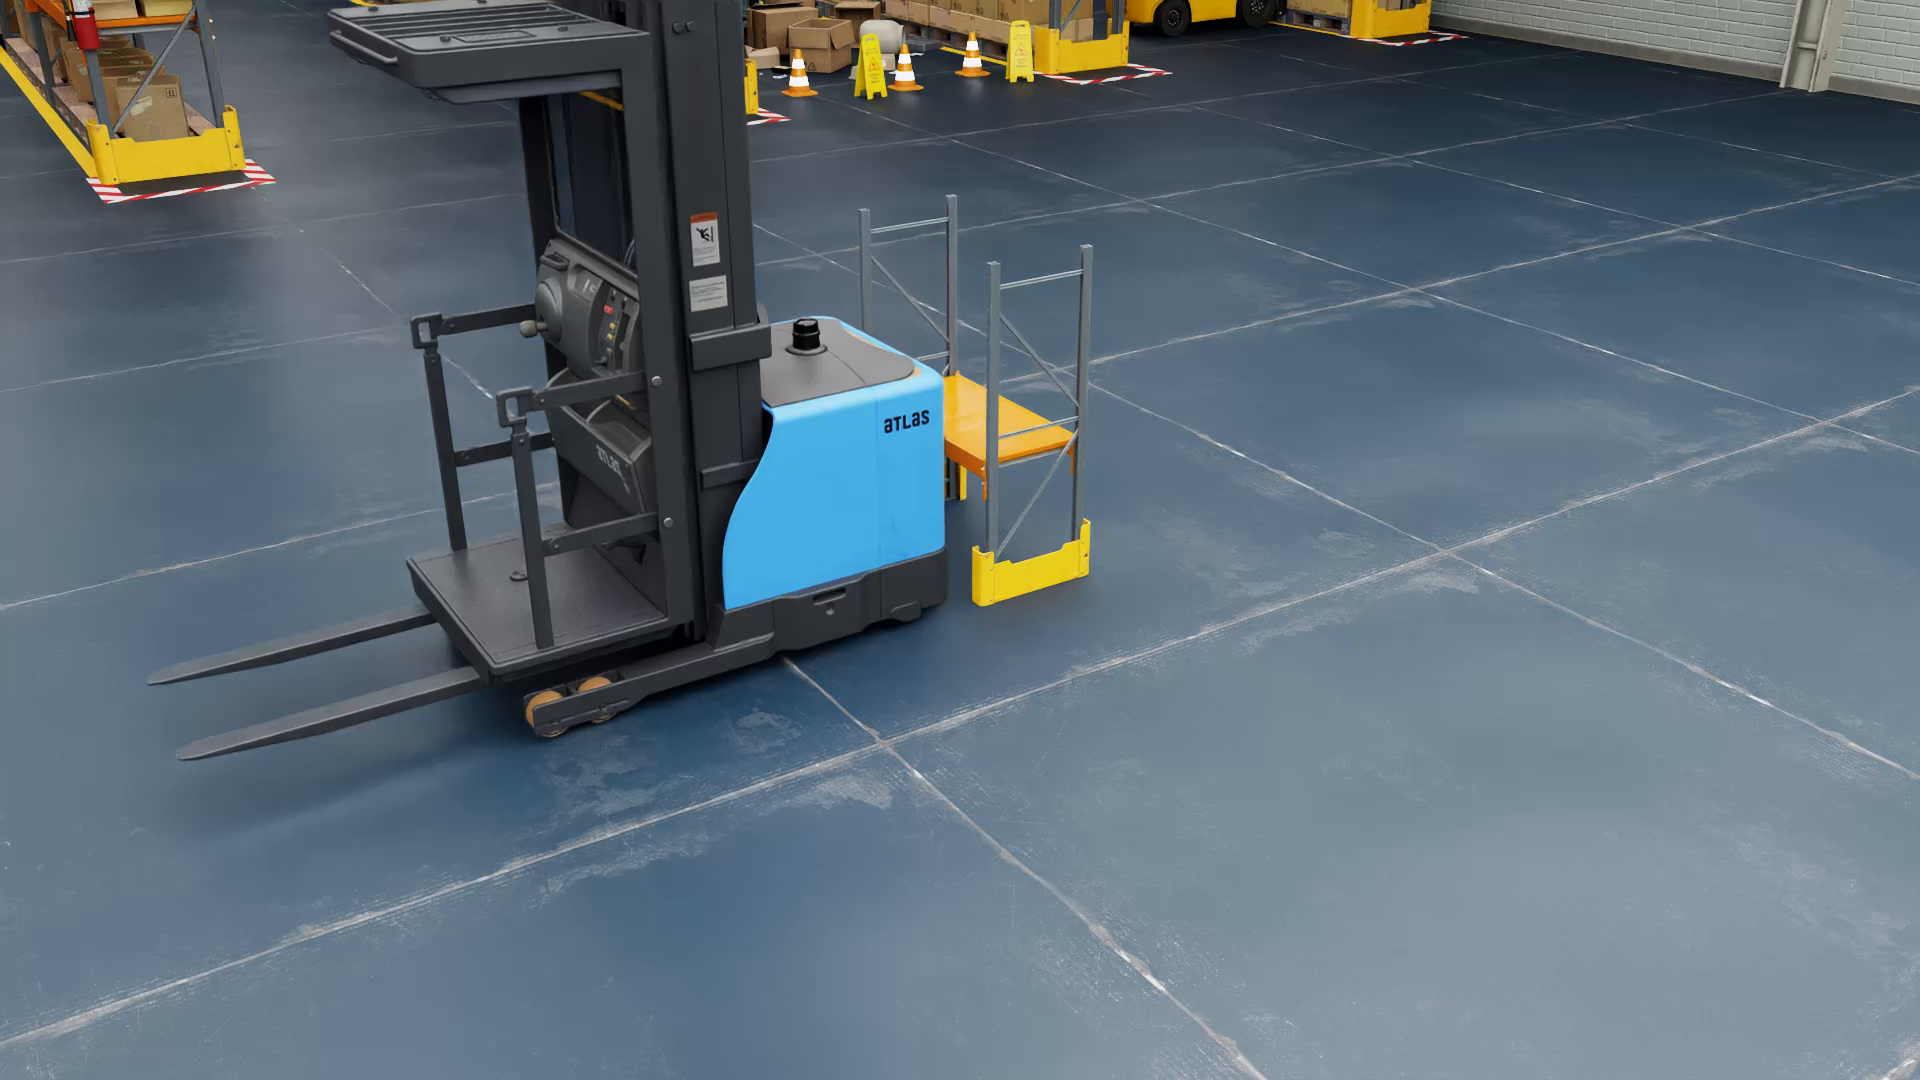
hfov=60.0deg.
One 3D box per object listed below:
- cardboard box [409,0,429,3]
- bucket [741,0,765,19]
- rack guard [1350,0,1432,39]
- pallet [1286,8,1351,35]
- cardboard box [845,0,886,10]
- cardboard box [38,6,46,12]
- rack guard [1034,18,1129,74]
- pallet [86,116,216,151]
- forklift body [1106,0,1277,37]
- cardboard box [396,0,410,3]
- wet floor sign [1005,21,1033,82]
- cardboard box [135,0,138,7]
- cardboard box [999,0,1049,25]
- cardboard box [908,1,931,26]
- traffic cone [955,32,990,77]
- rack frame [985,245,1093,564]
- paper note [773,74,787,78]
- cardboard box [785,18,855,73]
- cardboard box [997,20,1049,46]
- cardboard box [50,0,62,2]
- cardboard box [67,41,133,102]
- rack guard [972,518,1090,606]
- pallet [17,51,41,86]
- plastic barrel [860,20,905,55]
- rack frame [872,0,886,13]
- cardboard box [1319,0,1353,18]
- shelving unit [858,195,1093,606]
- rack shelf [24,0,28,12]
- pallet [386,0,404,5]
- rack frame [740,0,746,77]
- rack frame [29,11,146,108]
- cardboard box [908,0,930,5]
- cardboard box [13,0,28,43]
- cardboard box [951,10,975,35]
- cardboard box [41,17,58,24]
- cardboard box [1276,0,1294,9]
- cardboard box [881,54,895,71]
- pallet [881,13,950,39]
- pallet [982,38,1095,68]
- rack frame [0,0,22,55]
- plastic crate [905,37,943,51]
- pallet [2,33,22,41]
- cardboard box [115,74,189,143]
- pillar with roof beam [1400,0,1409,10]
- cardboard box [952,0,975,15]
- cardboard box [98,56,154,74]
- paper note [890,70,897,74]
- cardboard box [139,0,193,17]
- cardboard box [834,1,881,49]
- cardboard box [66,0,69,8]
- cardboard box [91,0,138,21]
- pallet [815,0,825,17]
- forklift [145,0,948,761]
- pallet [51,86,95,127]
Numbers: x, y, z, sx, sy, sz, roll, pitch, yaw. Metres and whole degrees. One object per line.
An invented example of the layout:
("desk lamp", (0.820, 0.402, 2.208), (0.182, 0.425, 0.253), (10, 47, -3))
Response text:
("cardboard box", (-6.742, -7.455, 22.171), (1.050, 0.750, 0.750), (-16, 30, -30))
("bucket", (-2.809, -6.786, 20.665), (0.726, 0.611, 0.620), (-6, 16, -12))
("rack guard", (5.630, -6.868, 21.714), (1.175, 0.500, 0.348), (-16, 29, -30))
("pallet", (5.165, -7.010, 22.352), (1.003, 0.211, 1.213), (-16, 29, -30))
("cardboard box", (-1.011, -7.469, 22.643), (0.950, 0.372, 0.625), (-15, 29, -29))
("cardboard box", (-10.198, -5.838, 19.016), (0.700, 0.500, 0.500), (-13, 28, -25))
("rack guard", (1.419, -5.746, 19.336), (1.175, 0.500, 0.348), (-16, 29, -30))
("pallet", (-7.298, -3.605, 15.139), (1.003, 0.211, 1.213), (-16, 29, -30))
("forklift body", (3.054, -7.877, 21.916), (2.313, 2.155, 1.214), (-16, 29, -30))
("cardboard box", (-7.577, -7.755, 23.100), (0.500, 0.500, 0.500), (-16, 29, -30))
("wet floor sign", (0.668, -5.467, 18.576), (0.267, 0.644, 0.232), (-6, 26, -12))
("cardboard box", (-7.043, -4.770, 14.636), (0.380, 0.149, 0.250), (-16, 29, -30))
("cardboard box", (0.805, -6.361, 19.561), (0.500, 0.500, 0.500), (-15, 29, -29))
("cardboard box", (-0.326, -6.764, 21.294), (0.500, 0.250, 0.500), (-14, 29, -27))
("traffic cone", (0.145, -5.555, 18.976), (0.336, 0.463, 0.334), (-16, 29, -30))
("rack frame", (0.324, -0.466, 6.980), (0.500, 1.500, 0.032), (-16, 29, -30))
("paper note", (-2.042, -5.258, 18.854), (0.144, 0.017, 0.142), (-6, 26, -12))
("cardboard box", (-1.620, -5.759, 19.359), (0.637, 0.503, 0.797), (7, 26, 15))
("cardboard box", (0.781, -6.031, 19.740), (0.500, 0.250, 0.500), (-16, 29, -30))
("cardboard box", (-8.078, -4.992, 15.105), (0.380, 0.149, 0.250), (-16, 29, -30))
("cardboard box", (-8.522, -4.675, 16.575), (0.500, 0.500, 0.500), (-6, 26, -13))
("rack guard", (0.313, 0.092, 7.262), (0.587, 0.250, 0.087), (-16, 29, -30))
("pallet", (-10.123, -5.424, 18.993), (1.003, 0.211, 1.213), (-16, 29, -30))
("plastic barrel", (-0.936, -6.070, 20.113), (0.512, 0.421, 0.421), (3, 25, 6))
("rack frame", (-0.723, -8.280, 21.776), (1.000, 3.000, 0.127), (-16, 29, -30))
("cardboard box", (5.096, -7.048, 21.896), (0.500, 0.250, 0.500), (-15, 29, -29))
("shelving unit", (0.042, -0.651, 7.372), (0.587, 1.500, 1.083), (-16, 29, -30))
("rack shelf", (-10.118, -6.361, 18.553), (1.077, 0.370, 4.000), (-16, 29, -30))
("pallet", (-7.424, -7.540, 23.474), (1.003, 0.211, 1.213), (-16, 29, -30))
("rack frame", (-2.632, -5.660, 16.225), (1.000, 3.000, 0.127), (-16, 29, -30))
("rack frame", (-9.026, -5.970, 16.884), (1.000, 3.000, 0.127), (-16, 29, -30))
("cardboard box", (-0.325, -7.103, 21.133), (0.500, 0.500, 0.500), (-14, 29, -28))
("cardboard box", (-10.827, -6.235, 19.856), (0.700, 0.500, 0.500), (-17, 30, -32))
("cardboard box", (0.227, -6.395, 20.512), (0.500, 0.250, 0.500), (-17, 30, -31))
("cardboard box", (-9.588, -5.439, 18.170), (0.700, 0.500, 0.500), (-16, 29, -30))
("cardboard box", (4.567, -7.409, 22.661), (0.500, 0.250, 0.500), (-15, 29, -29))
("cardboard box", (-0.947, -5.558, 19.349), (0.380, 0.149, 0.250), (-1, 25, -3))
("pallet", (-0.327, -6.787, 21.880), (1.003, 0.211, 1.213), (-16, 29, -30))
("pallet", (1.005, -5.914, 20.031), (1.003, 0.211, 1.213), (-16, 29, -30))
("rack frame", (-11.210, -7.401, 19.914), (1.000, 3.000, 0.127), (-16, 29, -30))
("plastic crate", (-0.553, -6.207, 20.805), (0.583, 0.080, 0.402), (18, 31, 33))
("pallet", (-11.577, -6.440, 21.144), (1.003, 0.211, 1.213), (-16, 29, -30))
("cardboard box", (-7.169, -3.827, 14.778), (0.500, 0.500, 0.500), (-10, 27, -20))
("pillar with roof beam", (2.385, -10.176, 18.765), (9.100, 9.000, 0.400), (-16, 29, -30))
("cardboard box", (0.247, -6.729, 20.340), (0.500, 0.500, 0.500), (-16, 30, -31))
("cardboard box", (-7.850, -4.261, 15.698), (0.500, 0.500, 0.500), (-13, 28, -25))
("paper note", (-0.723, -5.381, 19.112), (0.142, 0.019, 0.148), (18, 31, 33))
("cardboard box", (-6.798, -4.584, 14.240), (0.380, 0.149, 0.250), (-16, 29, -30))
("cardboard box", (-1.278, -6.450, 20.825), (0.500, 0.500, 0.500), (3, 25, 6))
("cardboard box", (-7.610, -4.740, 14.571), (0.380, 0.149, 0.250), (-16, 29, -30))
("cardboard box", (-7.171, -4.480, 14.021), (0.380, 0.149, 0.250), (-16, 29, -30))
("pallet", (-1.819, -7.734, 23.885), (1.003, 0.211, 1.213), (-16, 29, -30))
("forklift", (-1.565, -0.848, 6.114), (3.031, 2.935, 1.130), (-16, 29, -30))
("pallet", (-8.630, -4.478, 16.987), (1.003, 0.211, 1.213), (-16, 29, -30))
